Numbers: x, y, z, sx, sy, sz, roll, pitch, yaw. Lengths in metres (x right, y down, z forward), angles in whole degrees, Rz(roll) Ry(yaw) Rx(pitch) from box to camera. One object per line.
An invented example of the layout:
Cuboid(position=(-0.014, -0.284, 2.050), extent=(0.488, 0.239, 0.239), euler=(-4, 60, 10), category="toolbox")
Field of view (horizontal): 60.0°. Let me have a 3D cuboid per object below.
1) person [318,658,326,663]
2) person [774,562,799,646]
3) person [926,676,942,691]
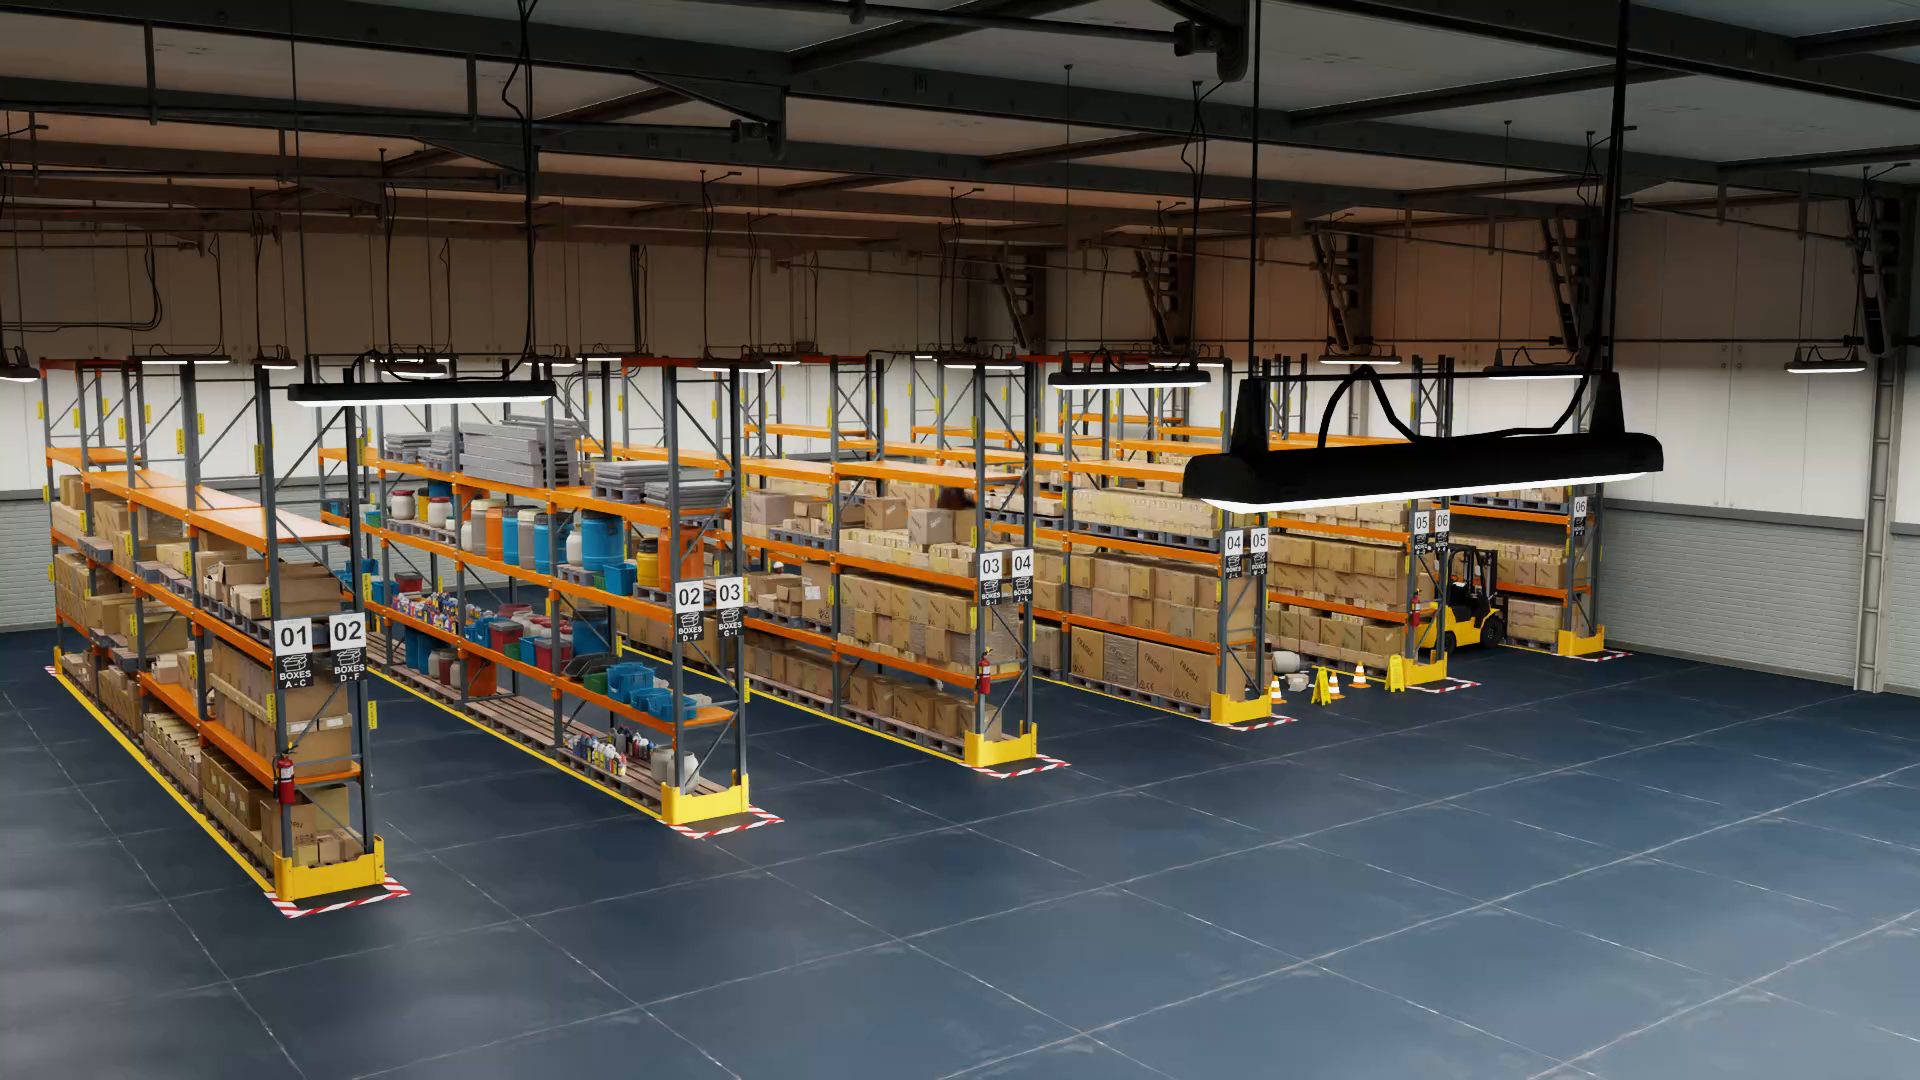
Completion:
Cuboid(position=(-12.478, 1.622, 32.309), extent=(0.419, 1.674, 0.567), euler=(-4, 8, -33), category="person")
Cuboid(position=(-3.696, 1.318, 34.381), extent=(0.595, 1.734, 0.993), euler=(-4, 8, -32), category="person")
Cuboid(position=(-0.513, 1.948, 29.217), extent=(0.406, 1.777, 0.623), euler=(-7, 10, -44), category="person")
